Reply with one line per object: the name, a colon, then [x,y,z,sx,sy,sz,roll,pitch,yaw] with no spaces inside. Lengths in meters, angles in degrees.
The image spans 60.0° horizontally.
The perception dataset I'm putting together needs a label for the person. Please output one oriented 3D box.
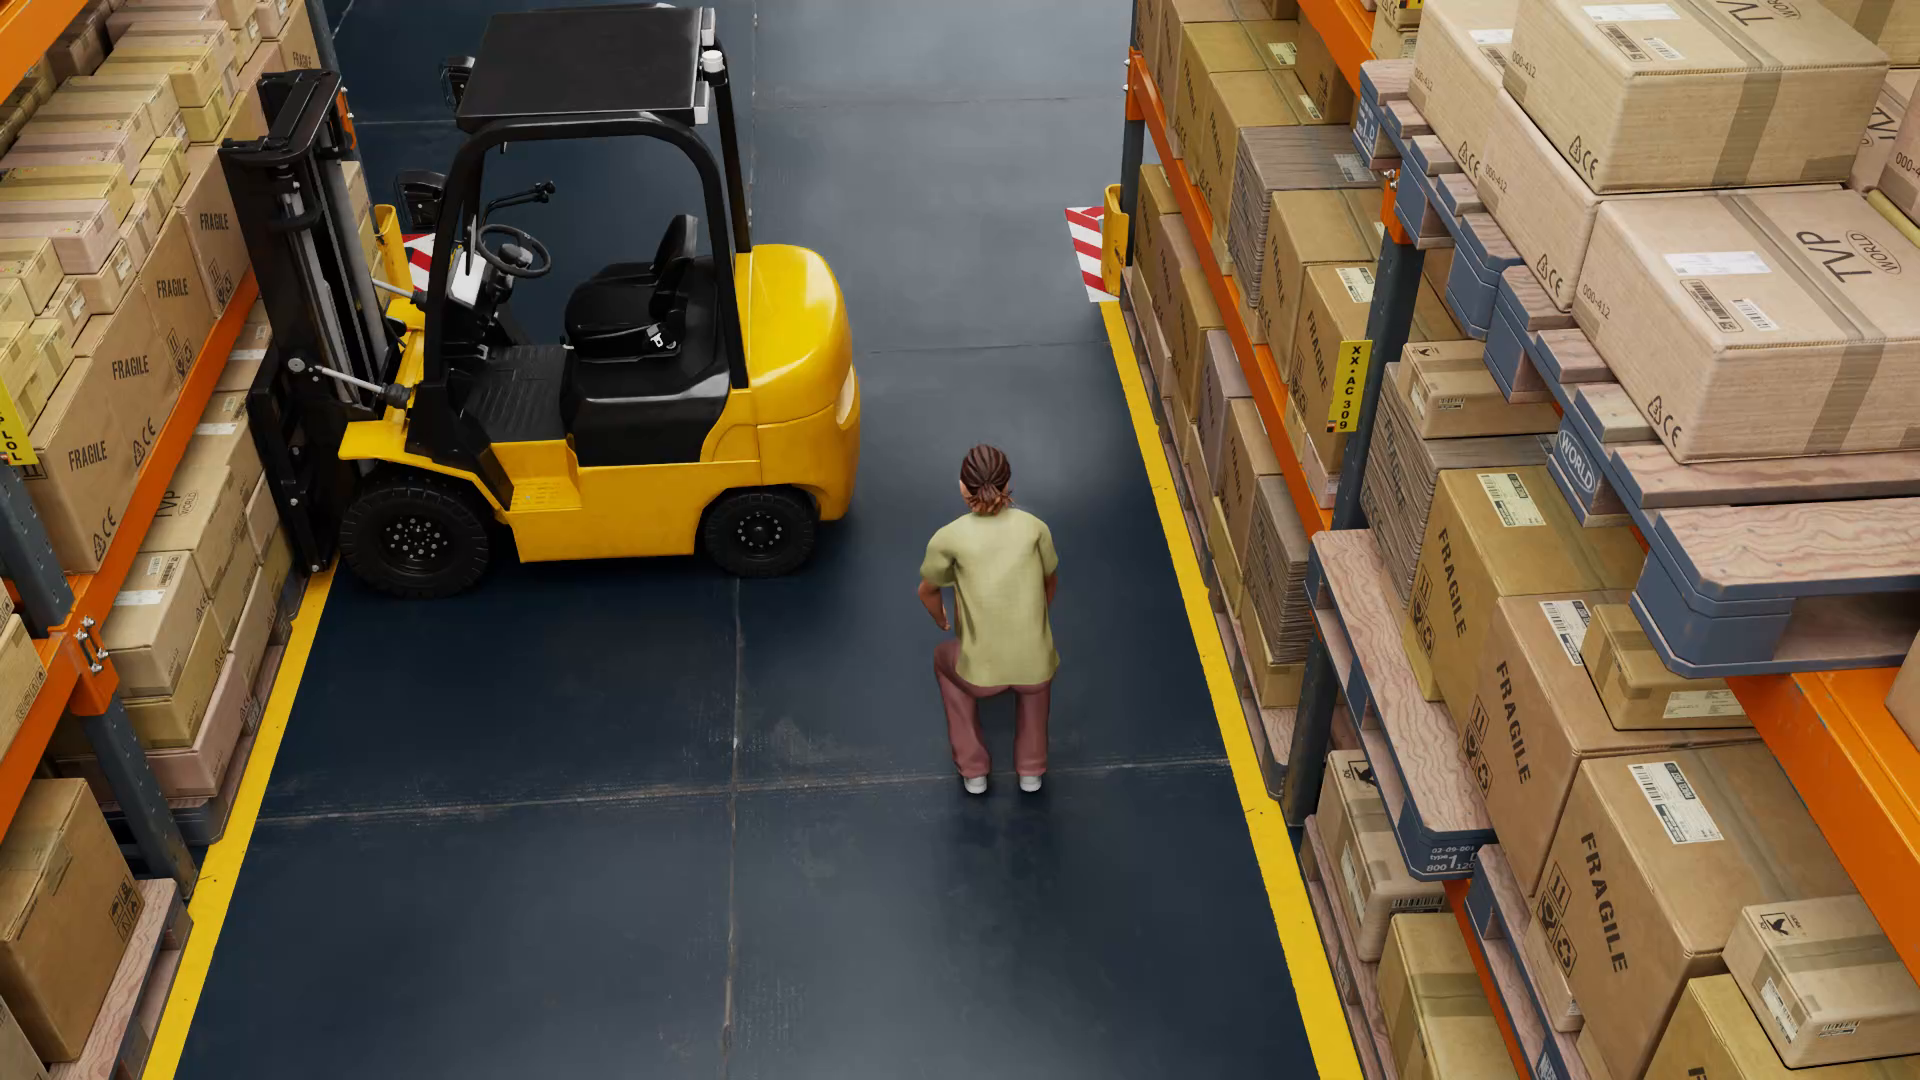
person: [0.110,0.332,6.045,0.512,1.307,0.681,-3,39,-4]
